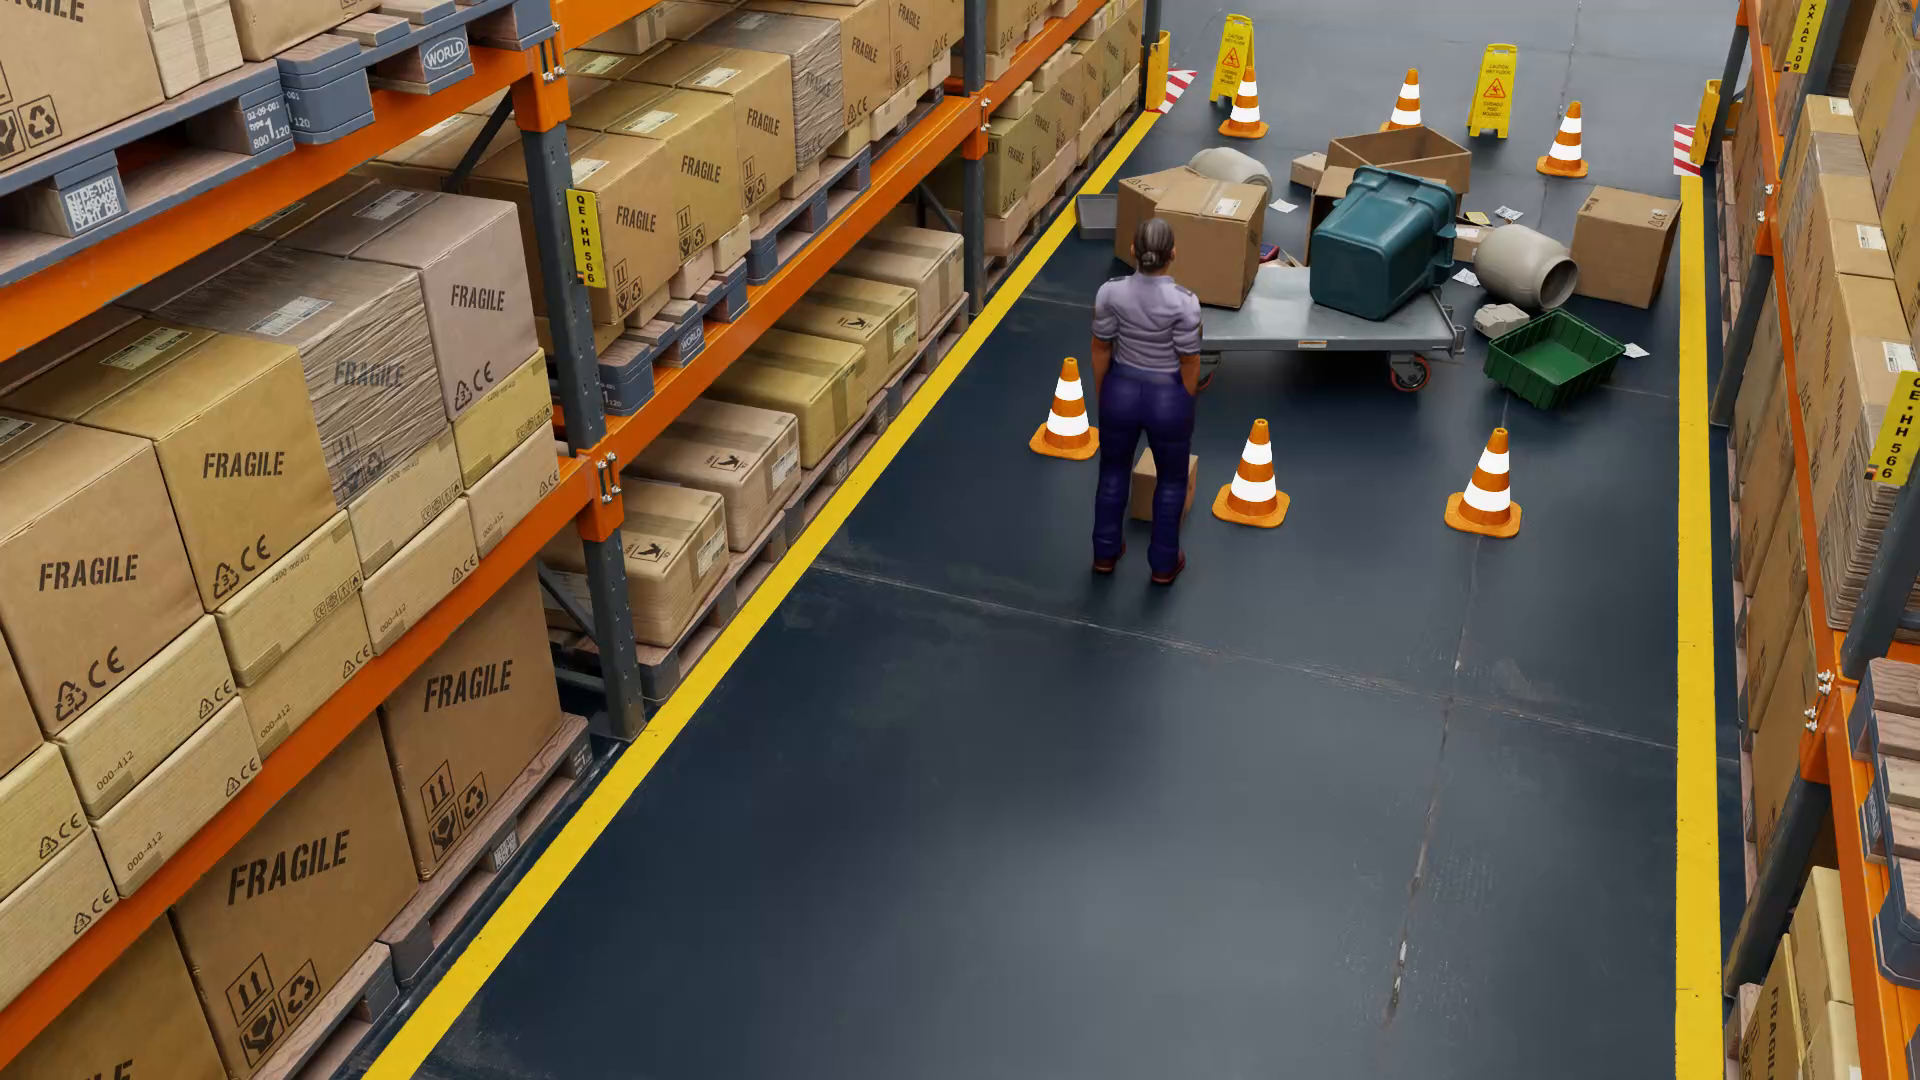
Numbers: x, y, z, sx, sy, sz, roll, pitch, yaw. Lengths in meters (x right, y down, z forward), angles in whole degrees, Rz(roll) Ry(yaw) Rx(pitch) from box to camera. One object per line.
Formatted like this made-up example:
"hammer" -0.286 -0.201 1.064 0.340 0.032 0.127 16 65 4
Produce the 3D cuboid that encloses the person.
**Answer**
"person" 0.780 -0.587 7.050 0.470 1.645 0.325 12 35 17
